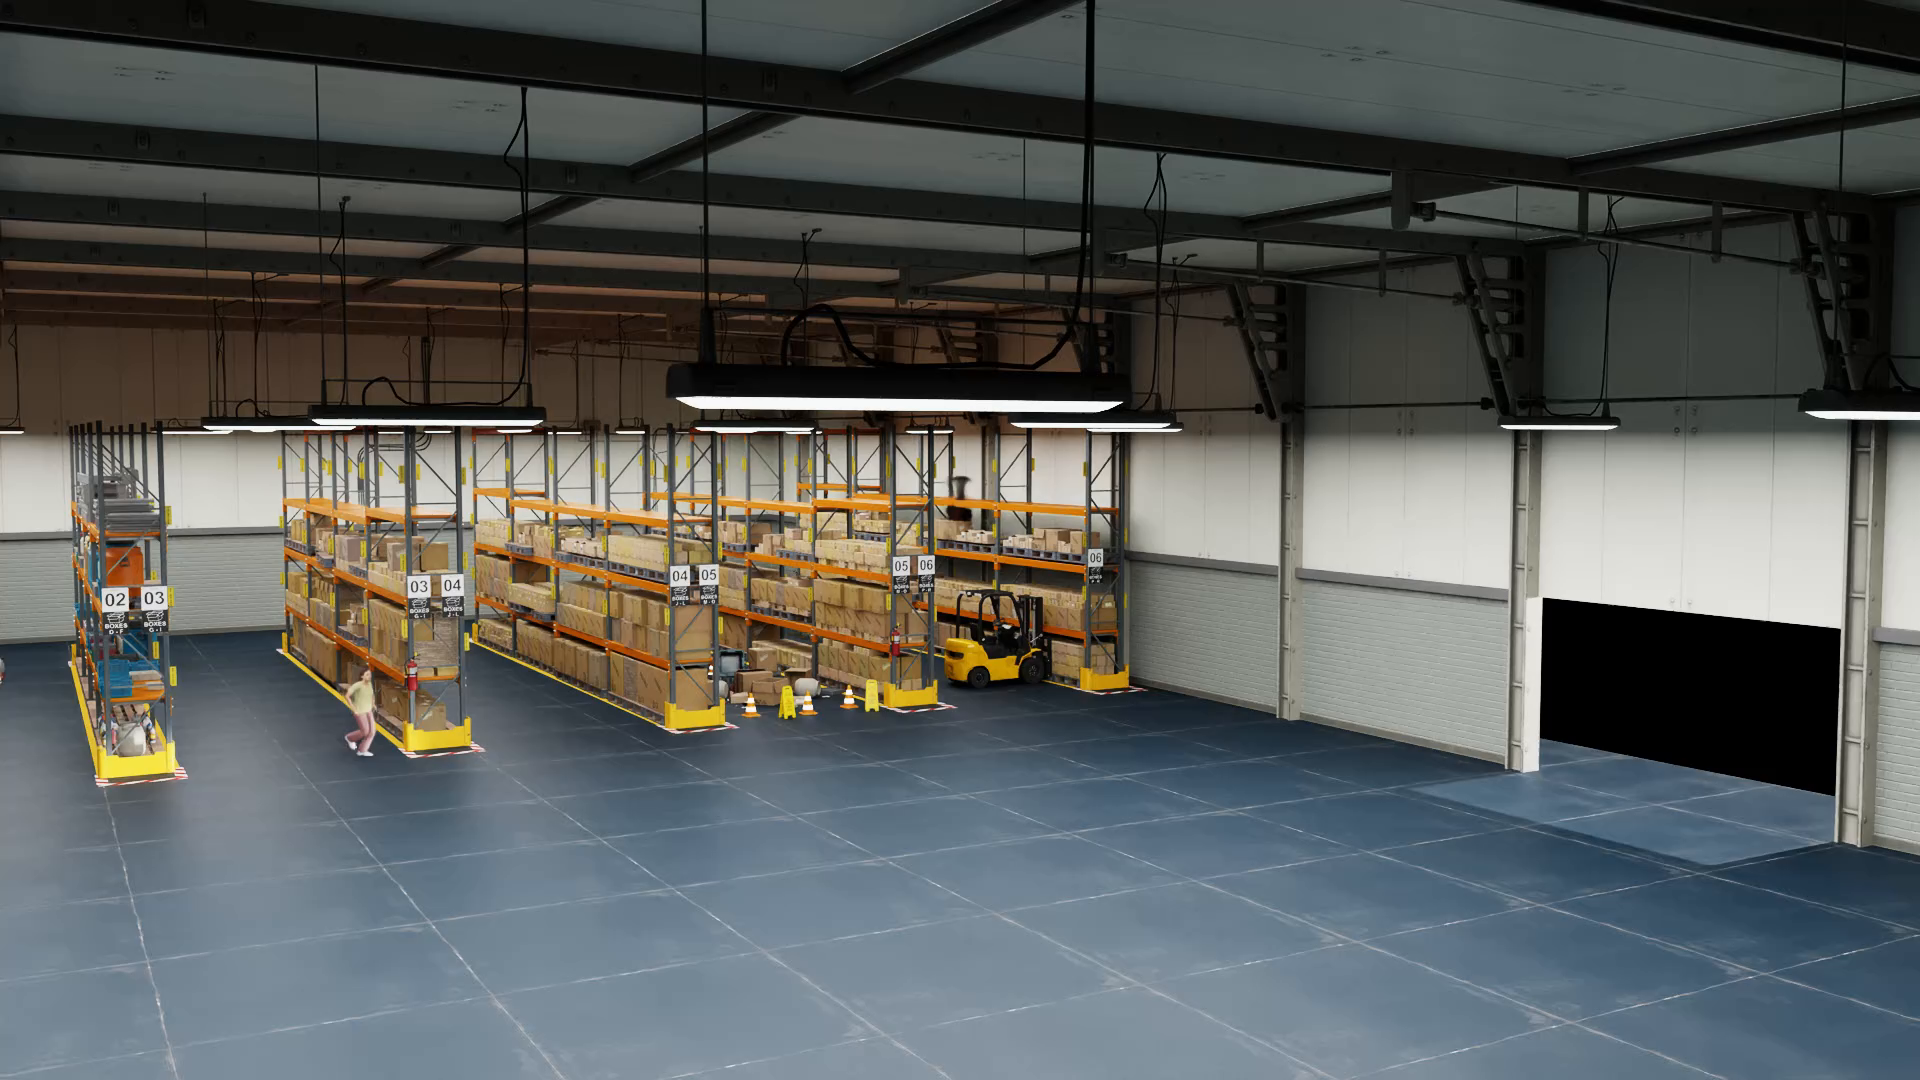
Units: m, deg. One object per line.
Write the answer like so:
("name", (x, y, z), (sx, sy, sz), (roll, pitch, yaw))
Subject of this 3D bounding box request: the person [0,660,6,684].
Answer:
("person", (-18.796, 2.919, 32.005), (0.733, 1.735, 1.048), (-3, 5, -44))

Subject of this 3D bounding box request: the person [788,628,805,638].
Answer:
("person", (-4.843, 1.946, 47.608), (0.893, 1.655, 0.722), (2, 4, 30))

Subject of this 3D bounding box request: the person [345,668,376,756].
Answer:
("person", (-10.798, 3.085, 29.900), (0.606, 1.592, 0.606), (2, 4, 25))
